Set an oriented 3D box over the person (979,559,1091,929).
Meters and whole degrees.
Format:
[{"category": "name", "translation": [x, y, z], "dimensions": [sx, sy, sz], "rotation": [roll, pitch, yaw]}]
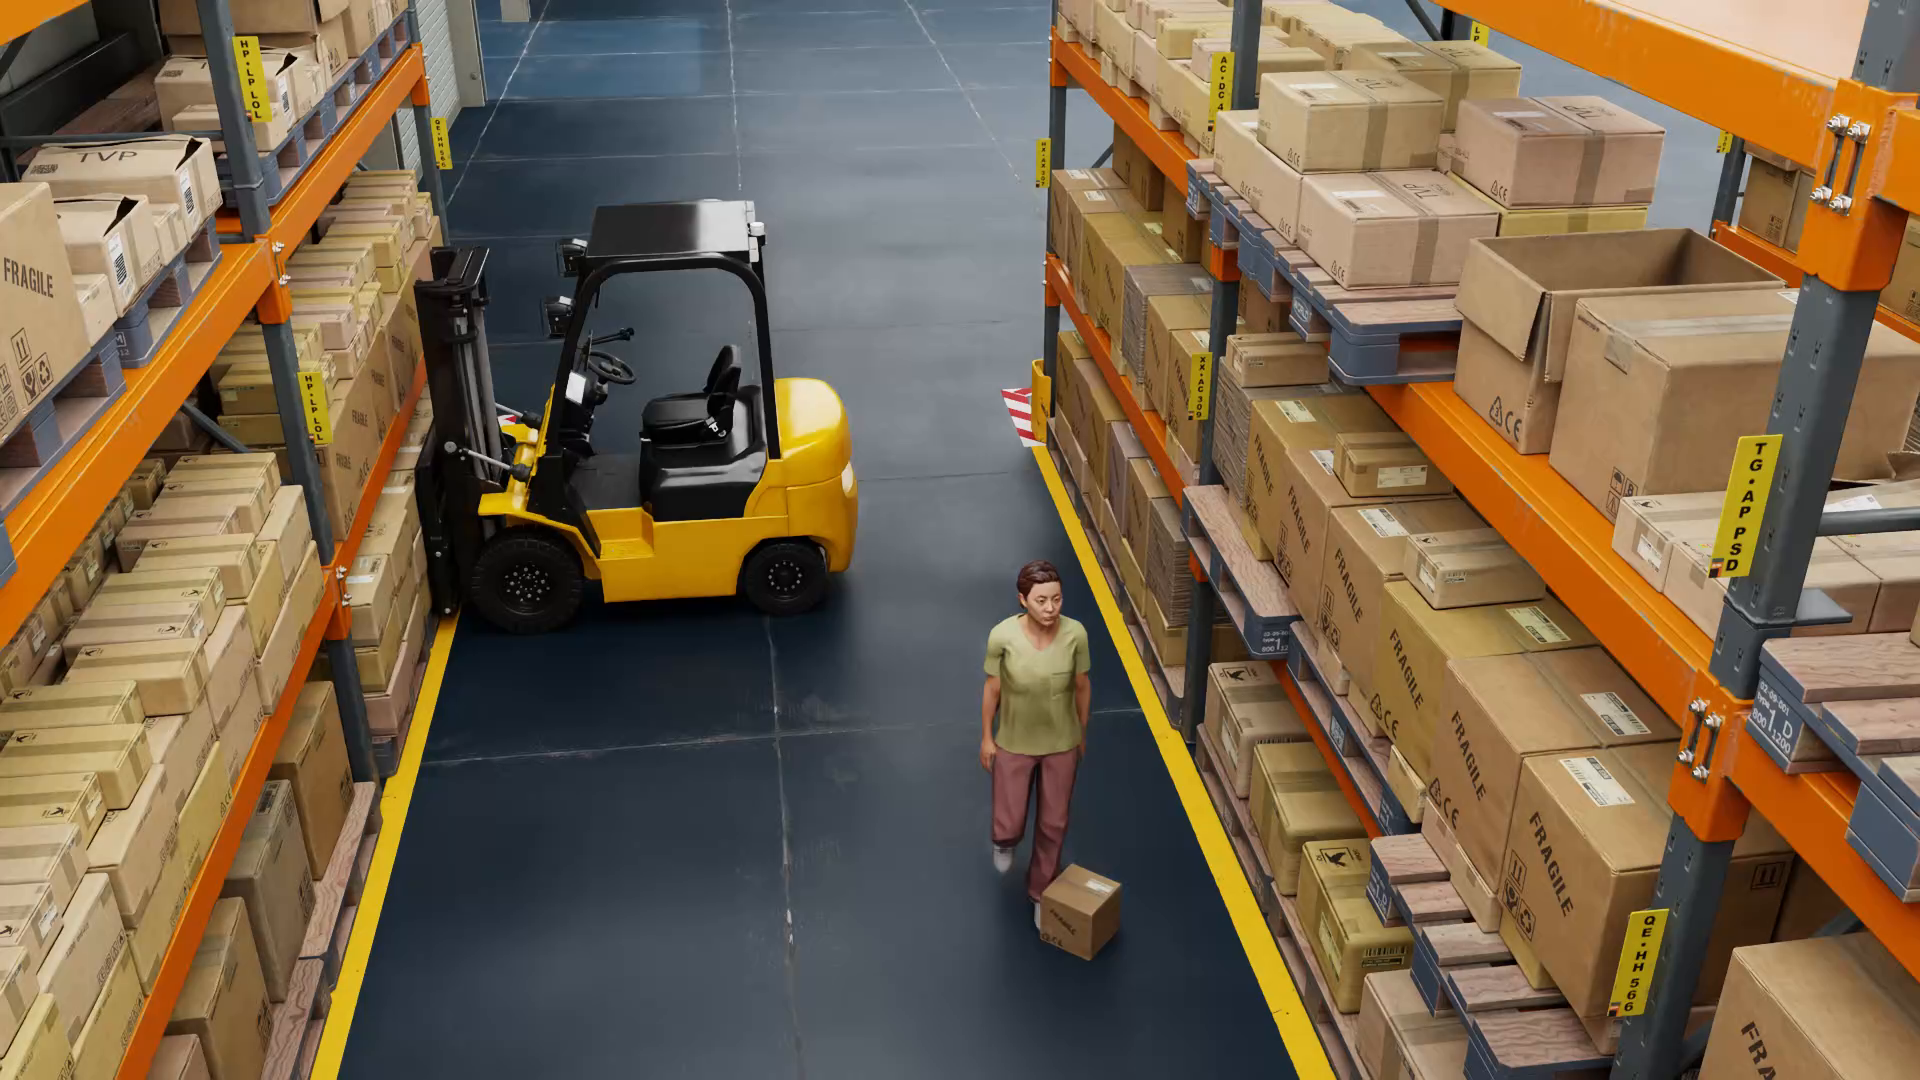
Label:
[{"category": "person", "translation": [0.313, 0.830, 6.952], "dimensions": [0.467, 1.662, 0.532], "rotation": [-2, 27, -5]}]
